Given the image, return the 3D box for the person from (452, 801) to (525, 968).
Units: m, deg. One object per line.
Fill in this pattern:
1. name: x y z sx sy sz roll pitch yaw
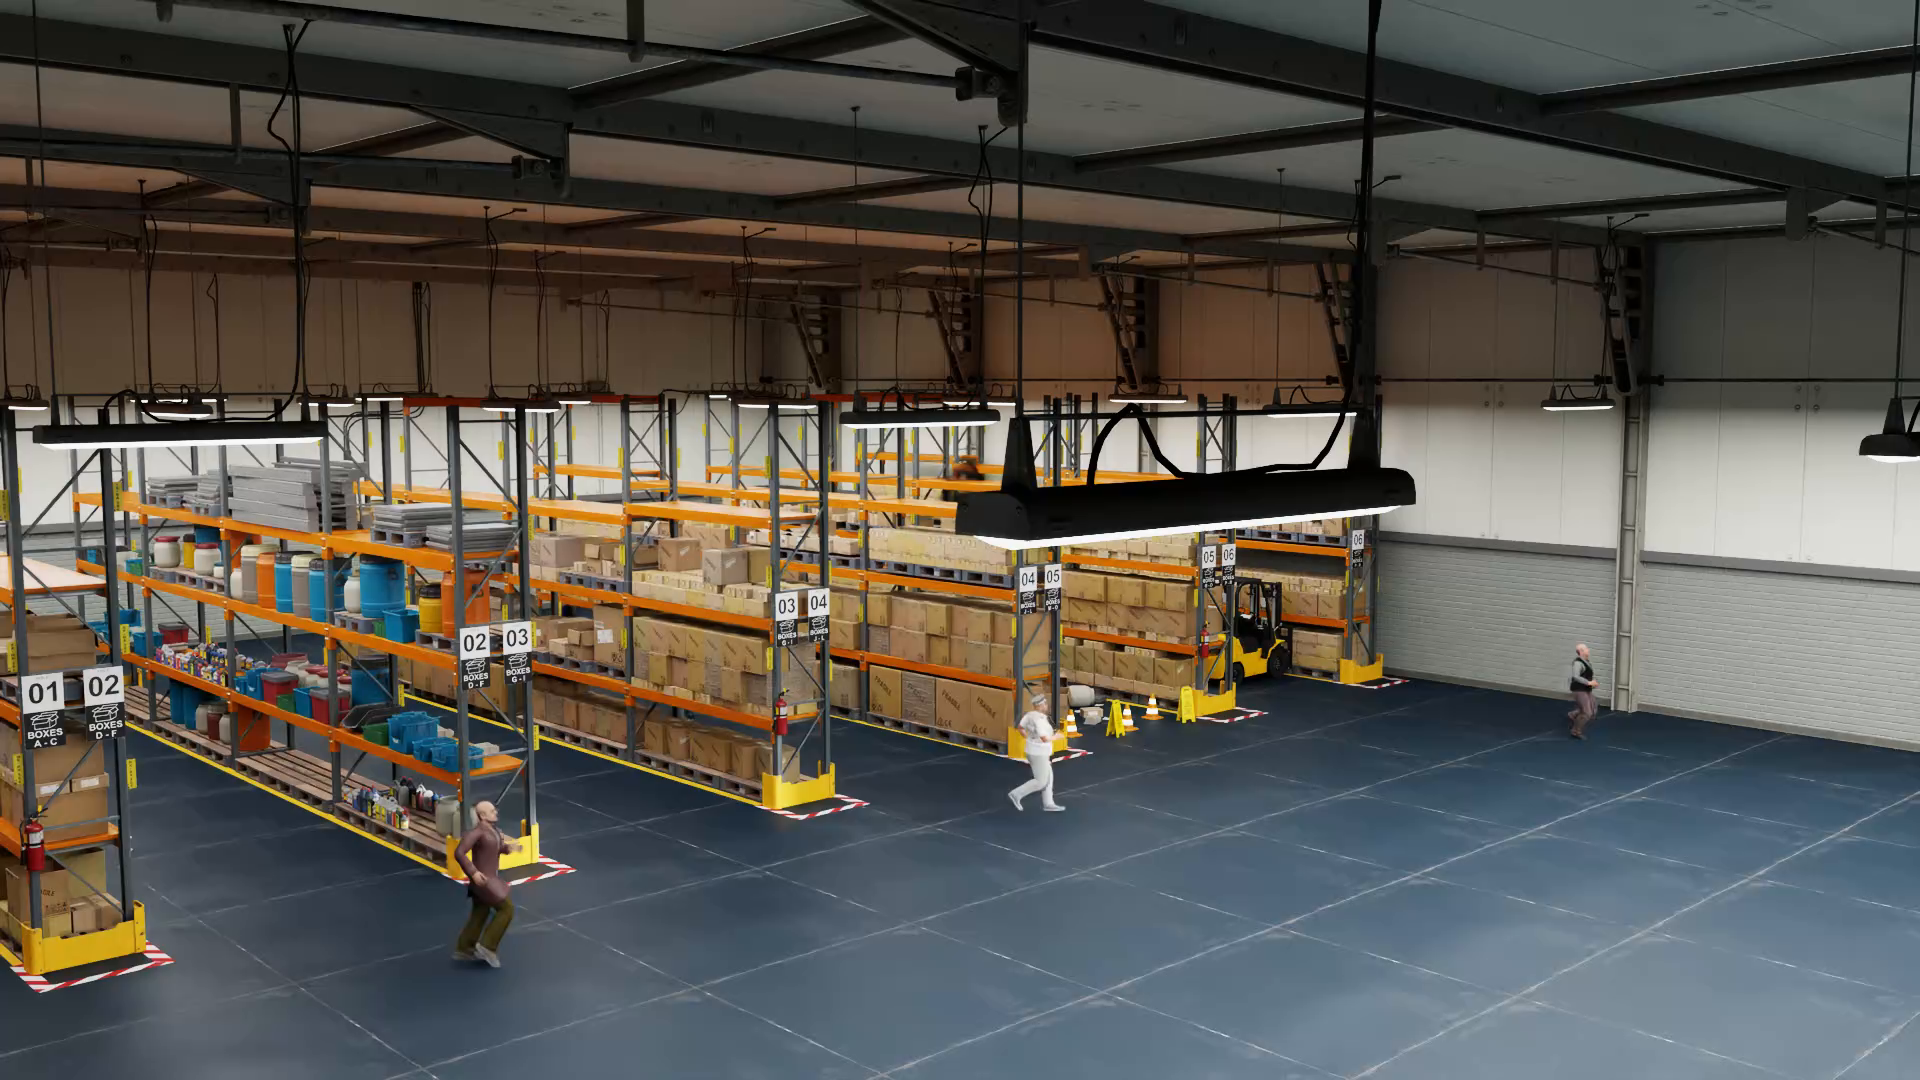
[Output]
1. person: -5.122 3.724 18.035 0.787 1.821 0.670 -1 6 -11

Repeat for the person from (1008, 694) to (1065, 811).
1. person: 1.107 3.104 24.193 0.890 1.756 0.666 -1 6 -14

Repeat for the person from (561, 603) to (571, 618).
1. person: -9.597 1.588 41.021 0.547 1.591 0.650 -1 6 -9

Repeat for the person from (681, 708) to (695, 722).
1. person: -5.025 2.577 30.623 0.519 1.629 0.792 -5 7 -41

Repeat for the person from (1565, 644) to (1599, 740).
1. person: 10.966 2.665 29.291 0.591 1.687 0.698 4 7 32
